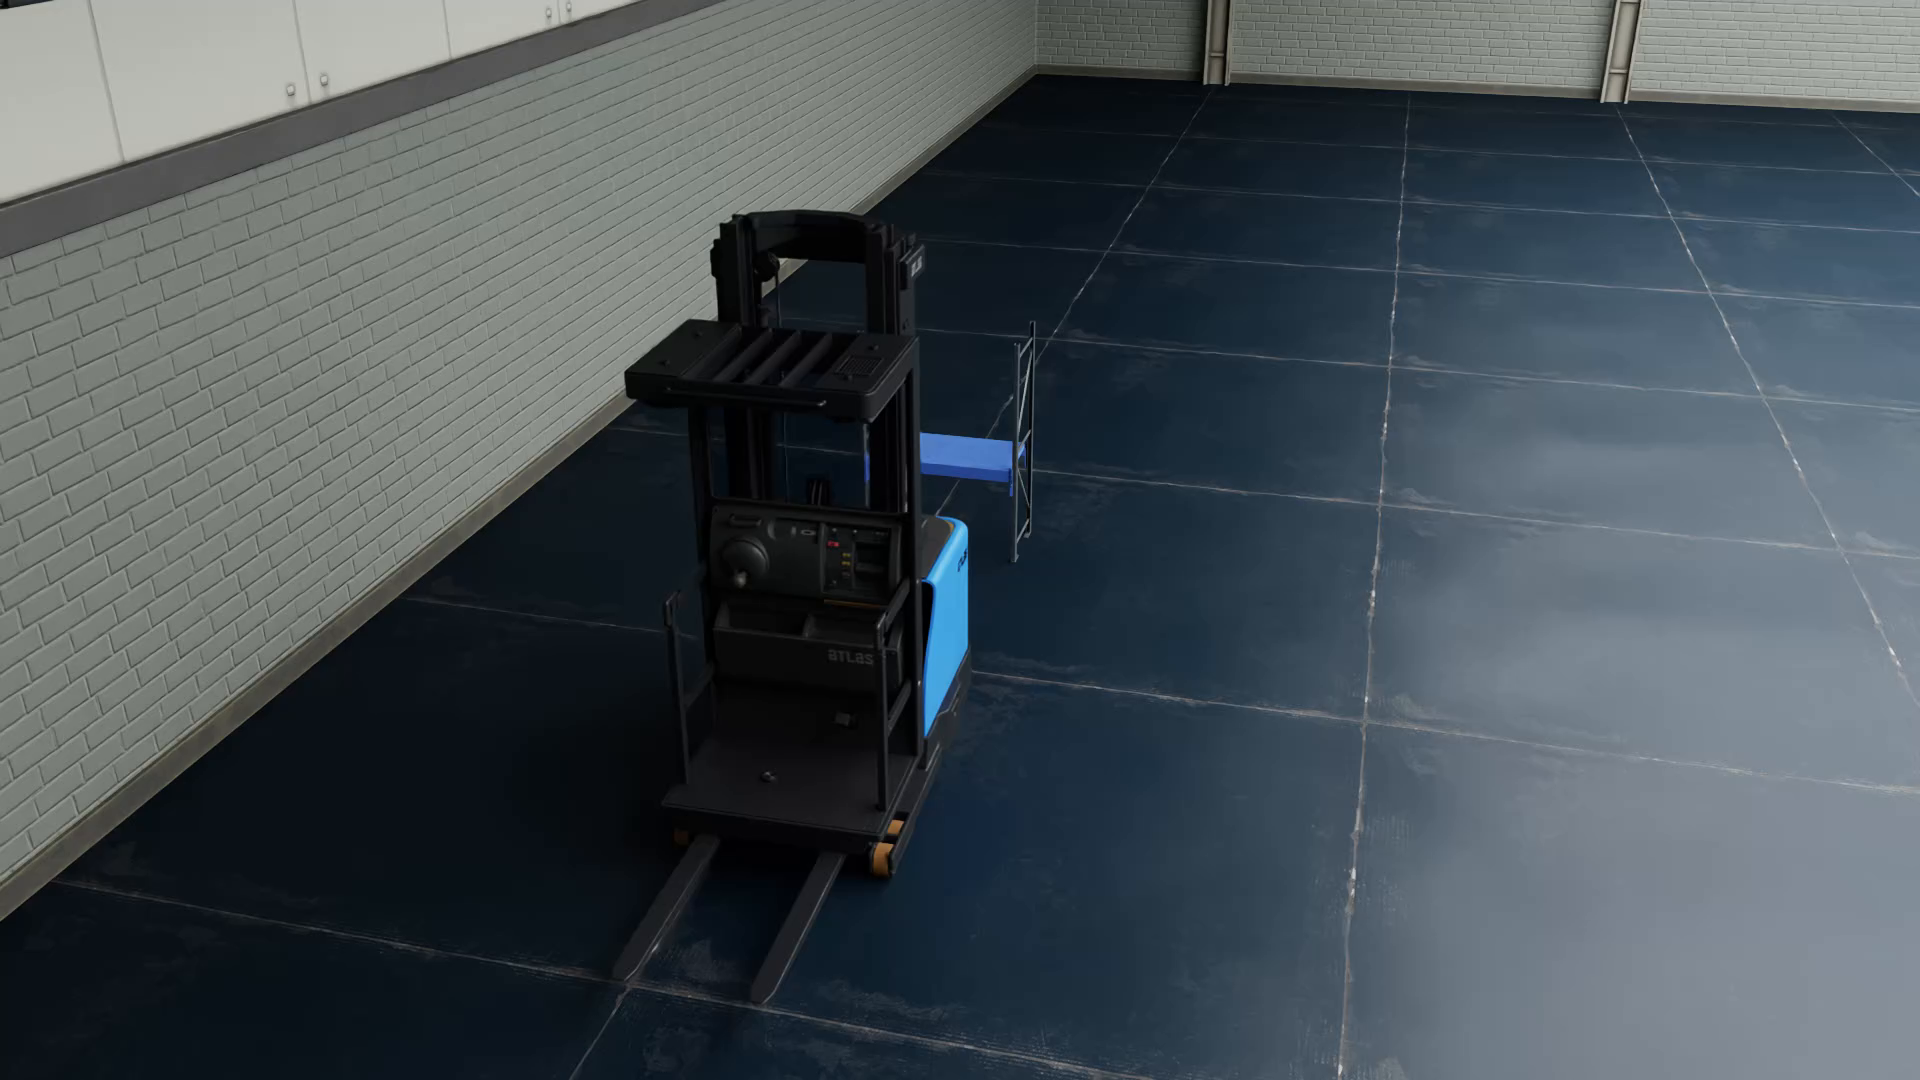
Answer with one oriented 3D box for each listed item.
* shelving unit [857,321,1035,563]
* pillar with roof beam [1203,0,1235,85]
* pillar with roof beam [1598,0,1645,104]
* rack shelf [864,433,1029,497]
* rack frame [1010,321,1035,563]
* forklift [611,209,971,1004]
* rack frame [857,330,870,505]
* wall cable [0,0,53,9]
[{"bbox_3d":[-0.083,-0.686,10.947,1.048,1.500,0.538,6,26,13],"label":"shelving unit"},{"bbox_3d":[3.028,-9.577,20.898,0.400,9.000,9.100,6,26,13],"label":"pillar with roof beam"},{"bbox_3d":[8.839,-8.935,19.548,0.400,9.000,9.100,6,26,13],"label":"pillar with roof beam"},{"bbox_3d":[-0.083,-0.524,11.024,1.000,0.185,0.538,6,26,13],"label":"rack shelf"},{"bbox_3d":[0.410,-0.632,10.832,0.032,1.500,0.500,6,26,13],"label":"rack frame"},{"bbox_3d":[-0.777,0.098,7.634,1.130,2.935,3.031,6,26,12],"label":"forklift"},{"bbox_3d":[-0.575,-0.741,11.061,0.032,1.500,0.500,6,26,13],"label":"rack frame"},{"bbox_3d":[-3.889,-4.607,6.503,0.169,6.003,2.305,6,26,13],"label":"wall cable"}]
